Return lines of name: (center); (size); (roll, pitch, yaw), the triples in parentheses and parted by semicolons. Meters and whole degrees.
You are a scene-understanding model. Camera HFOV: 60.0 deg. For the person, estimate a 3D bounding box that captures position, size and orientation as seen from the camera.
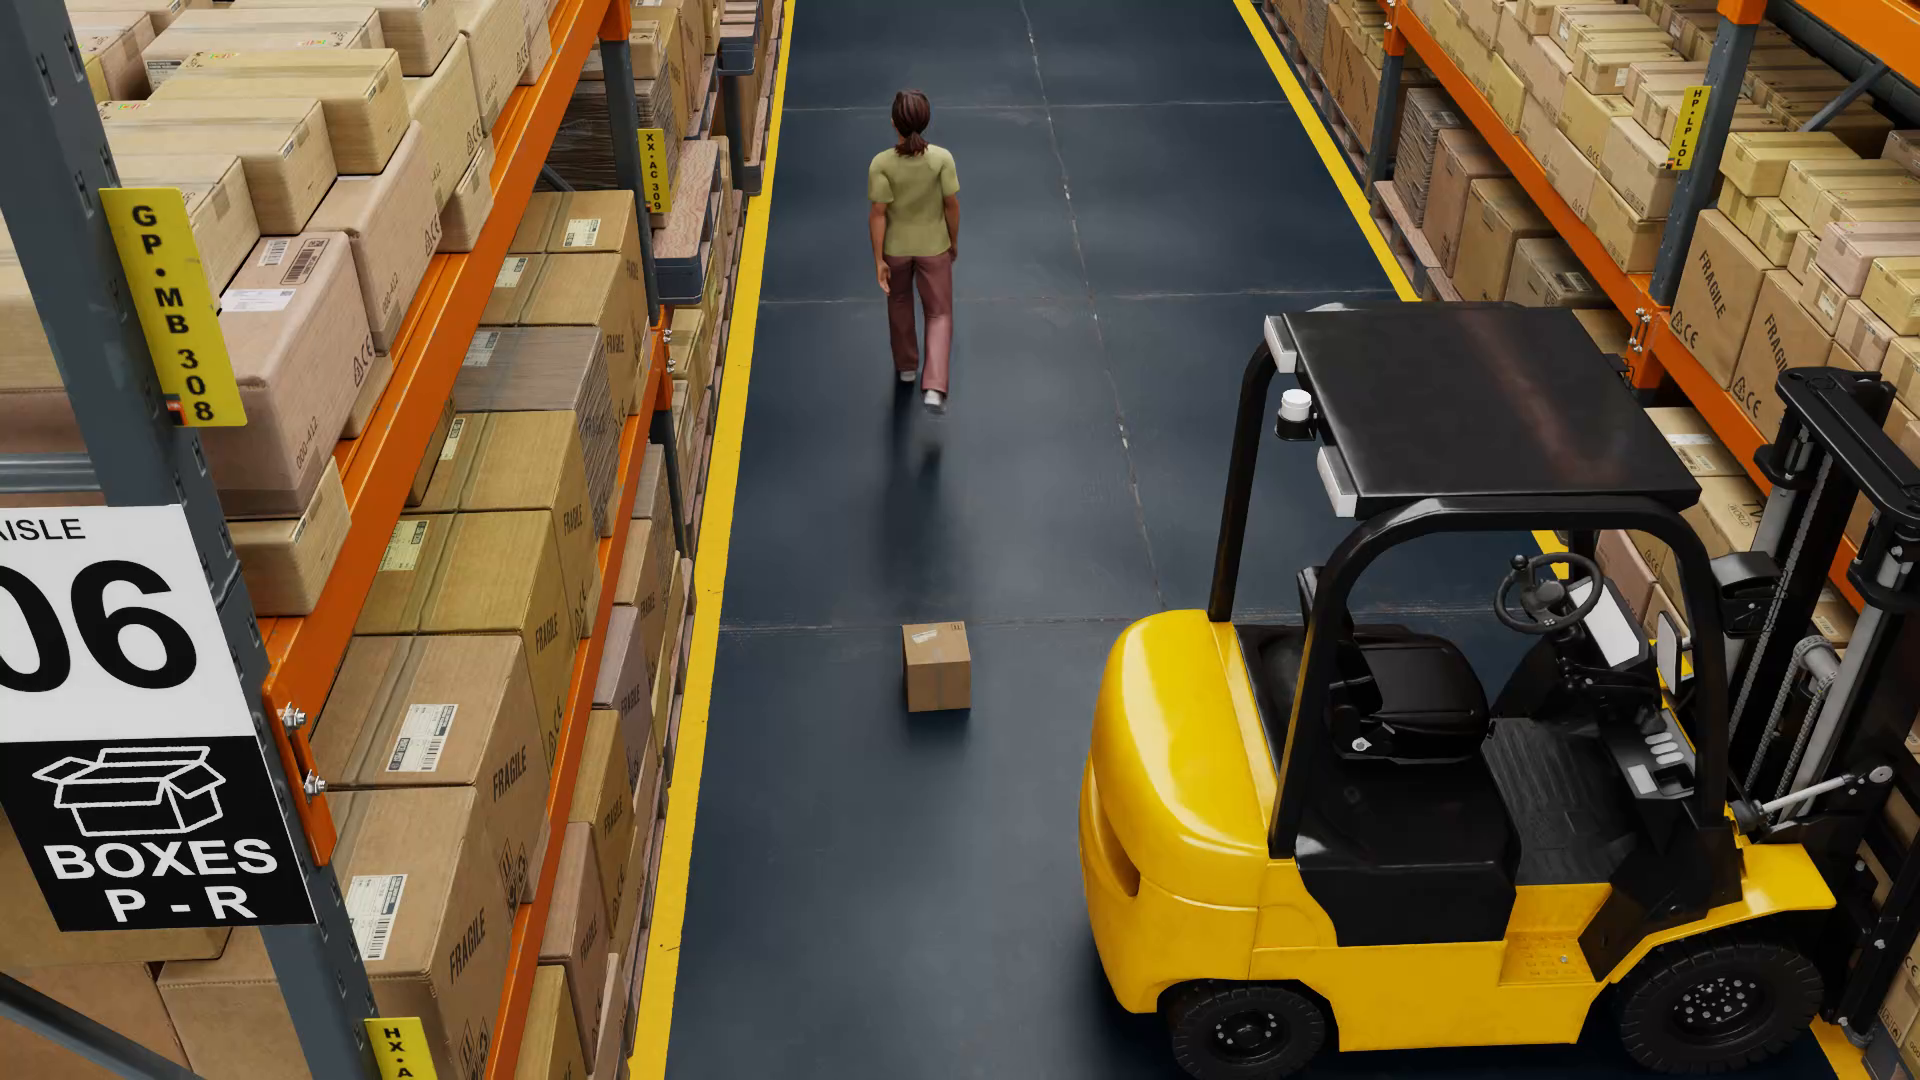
person: (-0.220, -1.398, 8.104); (0.440, 1.630, 0.926); (-1, 35, -1)
